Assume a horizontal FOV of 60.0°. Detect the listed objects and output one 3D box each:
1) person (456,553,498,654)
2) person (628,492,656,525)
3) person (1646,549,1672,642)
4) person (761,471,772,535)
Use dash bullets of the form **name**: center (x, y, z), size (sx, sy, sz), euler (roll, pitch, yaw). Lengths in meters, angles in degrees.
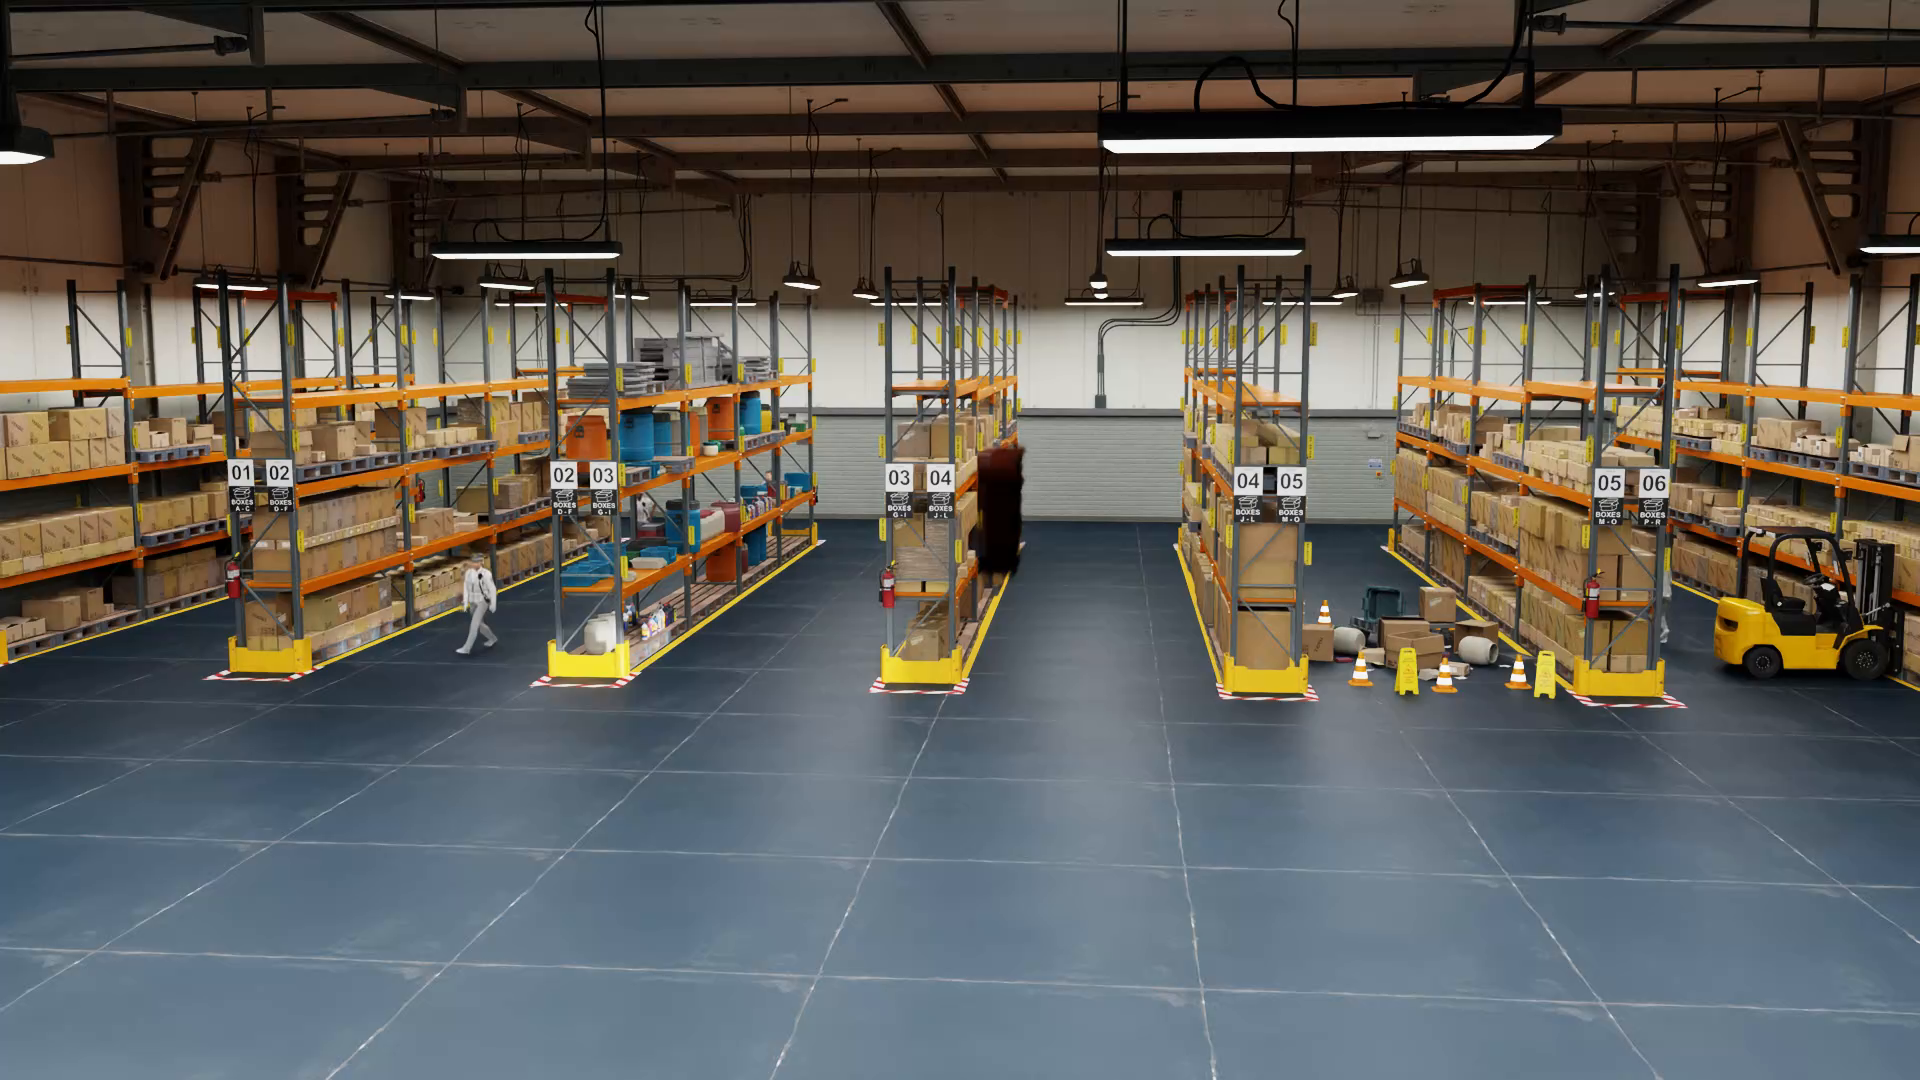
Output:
- **person**: center (-7.706, 0.990, 26.509), size (0.464, 1.578, 1.097), euler (3, 7, 22)
- **person**: center (-7.318, -0.435, 38.332), size (0.551, 1.589, 0.732), euler (2, 7, 15)
- **person**: center (11.554, 0.923, 27.425), size (0.463, 1.537, 0.675), euler (-1, 7, -8)
- **person**: center (-4.907, -0.959, 42.294), size (0.449, 1.606, 1.038), euler (3, 8, 24)
